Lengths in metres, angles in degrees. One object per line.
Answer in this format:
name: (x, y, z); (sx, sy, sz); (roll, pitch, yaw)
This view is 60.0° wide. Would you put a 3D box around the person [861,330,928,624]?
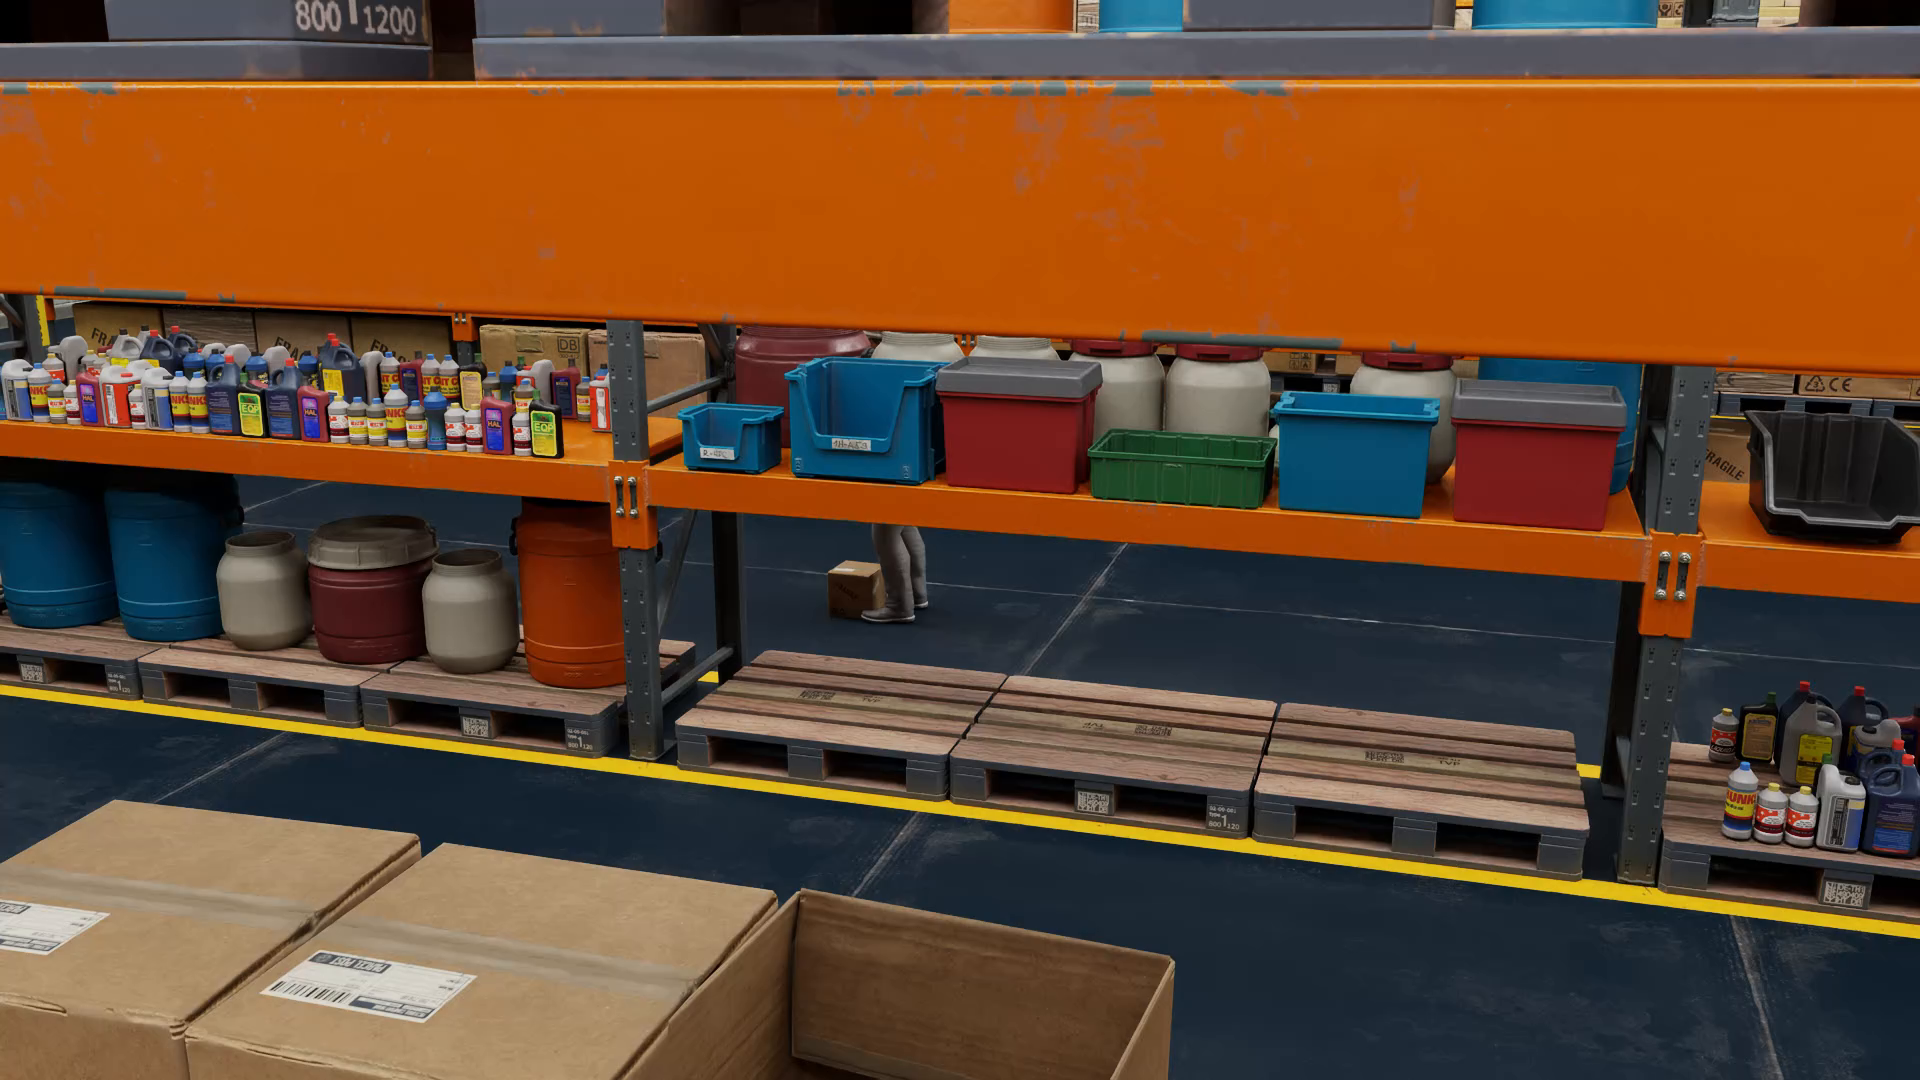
person: (-0.339, -0.388, 8.954); (0.398, 1.658, 0.511); (4, 16, 16)
